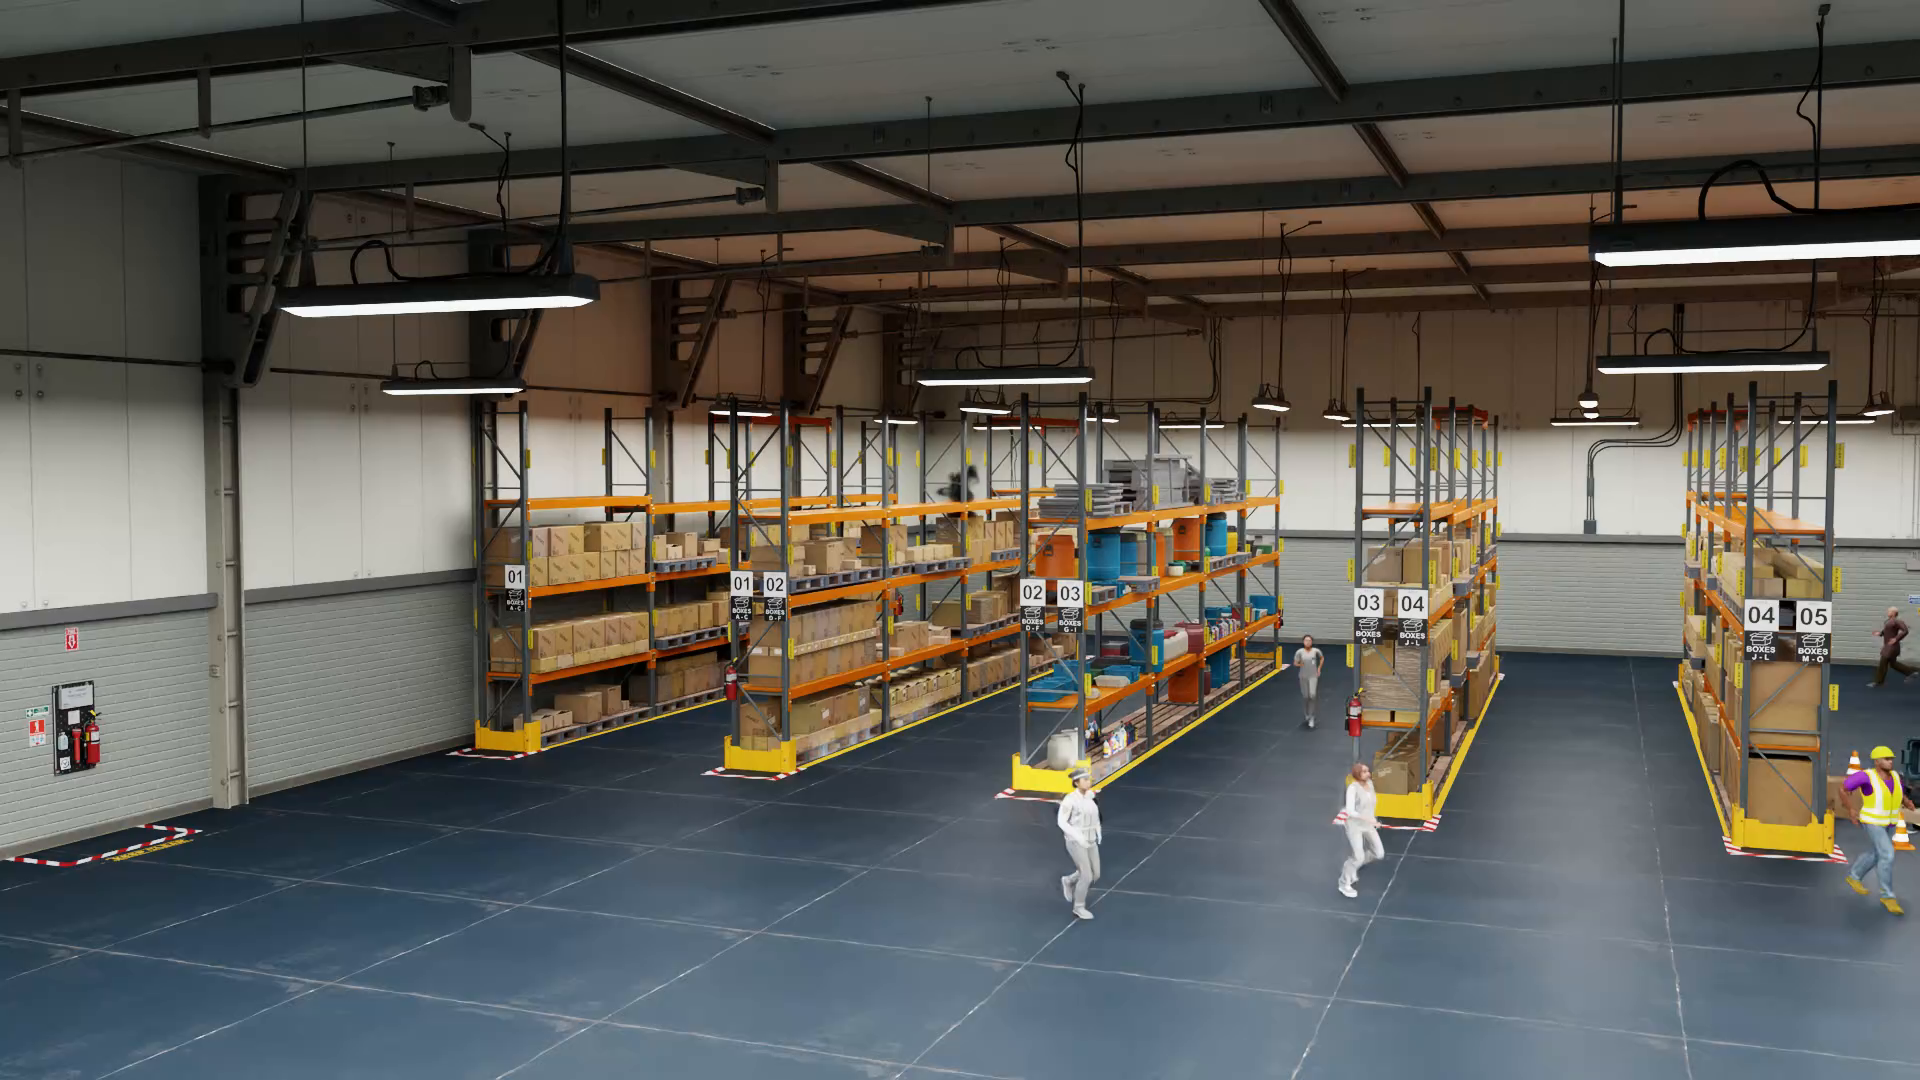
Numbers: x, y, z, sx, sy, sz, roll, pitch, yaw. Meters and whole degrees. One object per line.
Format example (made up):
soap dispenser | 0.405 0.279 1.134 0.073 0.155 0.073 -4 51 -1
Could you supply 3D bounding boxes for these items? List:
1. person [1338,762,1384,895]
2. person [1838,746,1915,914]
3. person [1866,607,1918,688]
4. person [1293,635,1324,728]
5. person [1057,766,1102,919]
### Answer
person | 4.611 3.302 18.992 0.567 1.555 0.630 -2 3 -34
person | 10.329 3.206 18.697 0.685 1.807 0.848 -1 3 -21
person | 20.373 2.354 36.291 1.028 1.794 0.717 1 3 20
person | 6.573 2.641 31.390 0.551 1.726 0.784 1 3 16
person | 1.304 3.296 18.256 0.652 1.643 0.548 -3 4 -45
